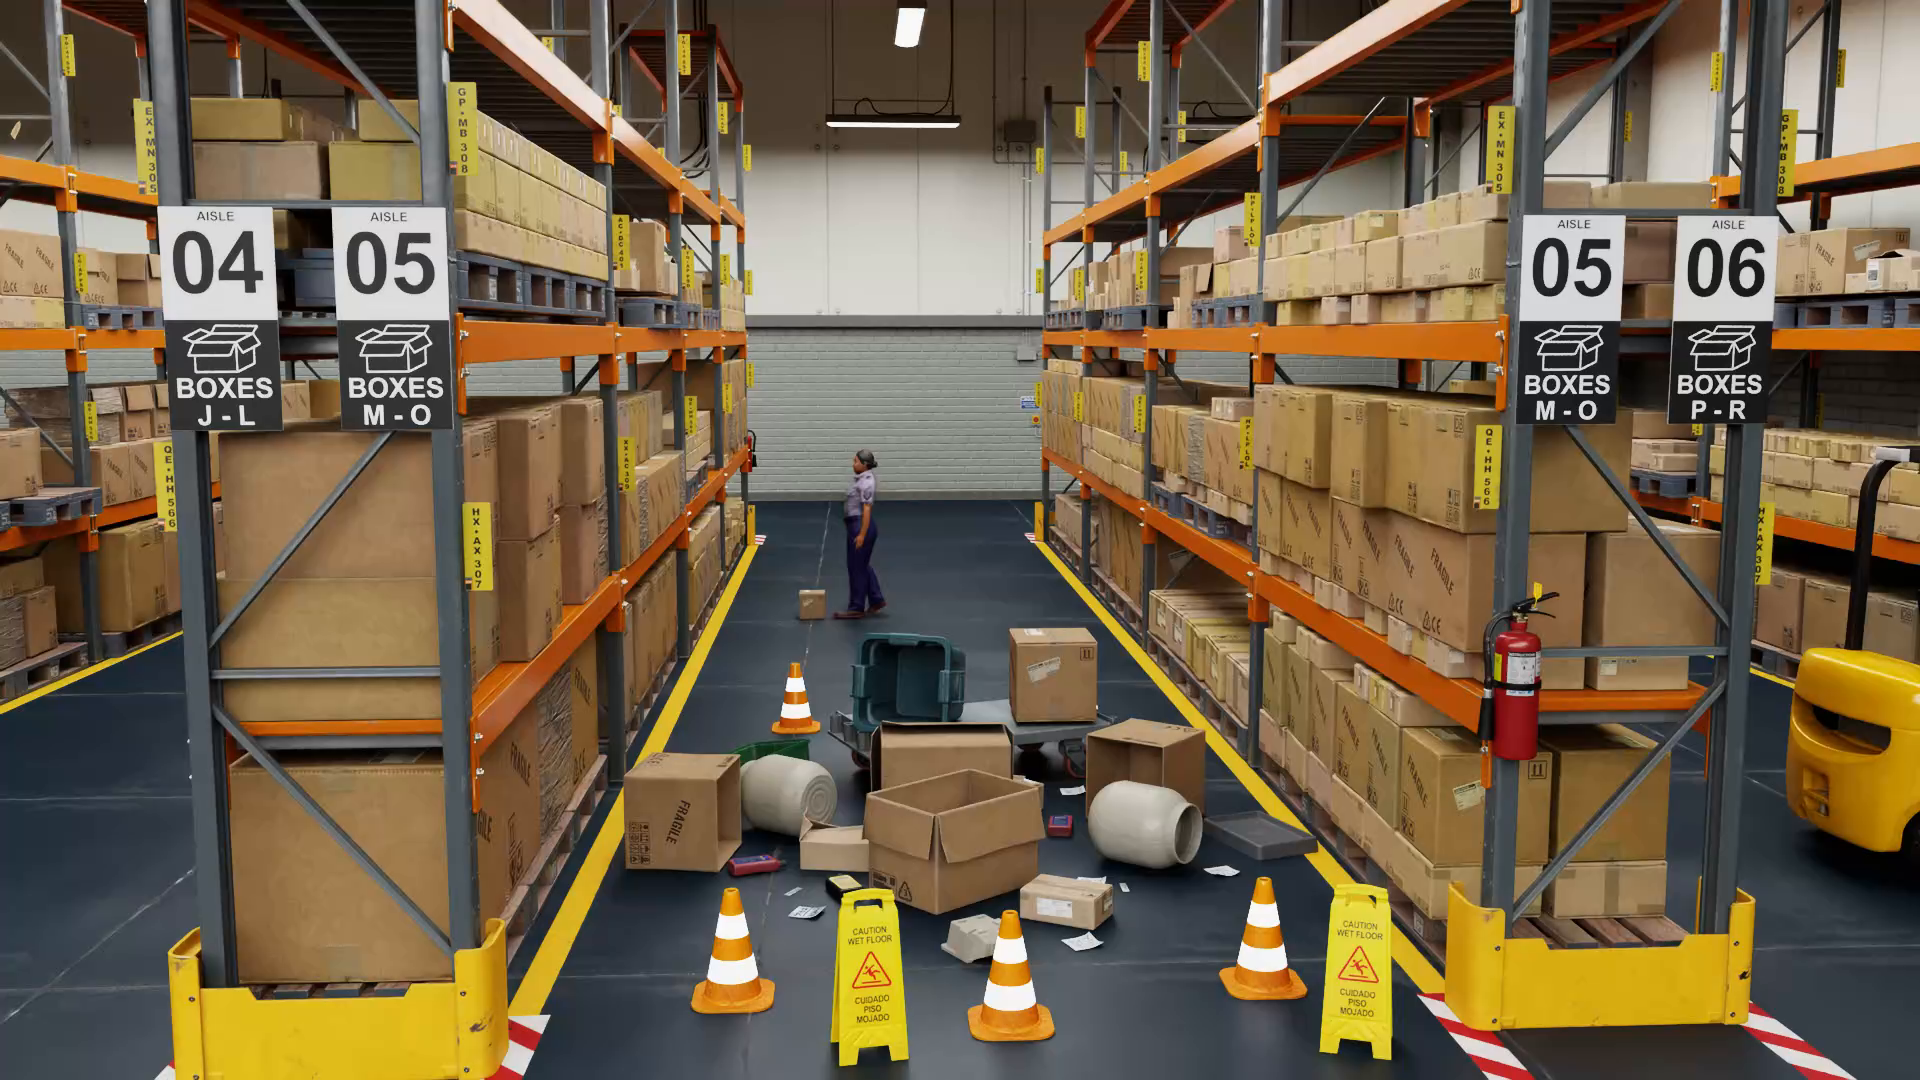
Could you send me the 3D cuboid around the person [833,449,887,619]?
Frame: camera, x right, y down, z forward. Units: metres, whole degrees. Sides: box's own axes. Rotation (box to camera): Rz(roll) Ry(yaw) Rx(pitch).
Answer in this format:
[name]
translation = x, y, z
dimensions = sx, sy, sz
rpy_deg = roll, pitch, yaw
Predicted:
[person]
translation = -0.983, -0.053, 16.322
dimensions = 0.529, 1.678, 0.508
rpy_deg = 0, 7, -4
